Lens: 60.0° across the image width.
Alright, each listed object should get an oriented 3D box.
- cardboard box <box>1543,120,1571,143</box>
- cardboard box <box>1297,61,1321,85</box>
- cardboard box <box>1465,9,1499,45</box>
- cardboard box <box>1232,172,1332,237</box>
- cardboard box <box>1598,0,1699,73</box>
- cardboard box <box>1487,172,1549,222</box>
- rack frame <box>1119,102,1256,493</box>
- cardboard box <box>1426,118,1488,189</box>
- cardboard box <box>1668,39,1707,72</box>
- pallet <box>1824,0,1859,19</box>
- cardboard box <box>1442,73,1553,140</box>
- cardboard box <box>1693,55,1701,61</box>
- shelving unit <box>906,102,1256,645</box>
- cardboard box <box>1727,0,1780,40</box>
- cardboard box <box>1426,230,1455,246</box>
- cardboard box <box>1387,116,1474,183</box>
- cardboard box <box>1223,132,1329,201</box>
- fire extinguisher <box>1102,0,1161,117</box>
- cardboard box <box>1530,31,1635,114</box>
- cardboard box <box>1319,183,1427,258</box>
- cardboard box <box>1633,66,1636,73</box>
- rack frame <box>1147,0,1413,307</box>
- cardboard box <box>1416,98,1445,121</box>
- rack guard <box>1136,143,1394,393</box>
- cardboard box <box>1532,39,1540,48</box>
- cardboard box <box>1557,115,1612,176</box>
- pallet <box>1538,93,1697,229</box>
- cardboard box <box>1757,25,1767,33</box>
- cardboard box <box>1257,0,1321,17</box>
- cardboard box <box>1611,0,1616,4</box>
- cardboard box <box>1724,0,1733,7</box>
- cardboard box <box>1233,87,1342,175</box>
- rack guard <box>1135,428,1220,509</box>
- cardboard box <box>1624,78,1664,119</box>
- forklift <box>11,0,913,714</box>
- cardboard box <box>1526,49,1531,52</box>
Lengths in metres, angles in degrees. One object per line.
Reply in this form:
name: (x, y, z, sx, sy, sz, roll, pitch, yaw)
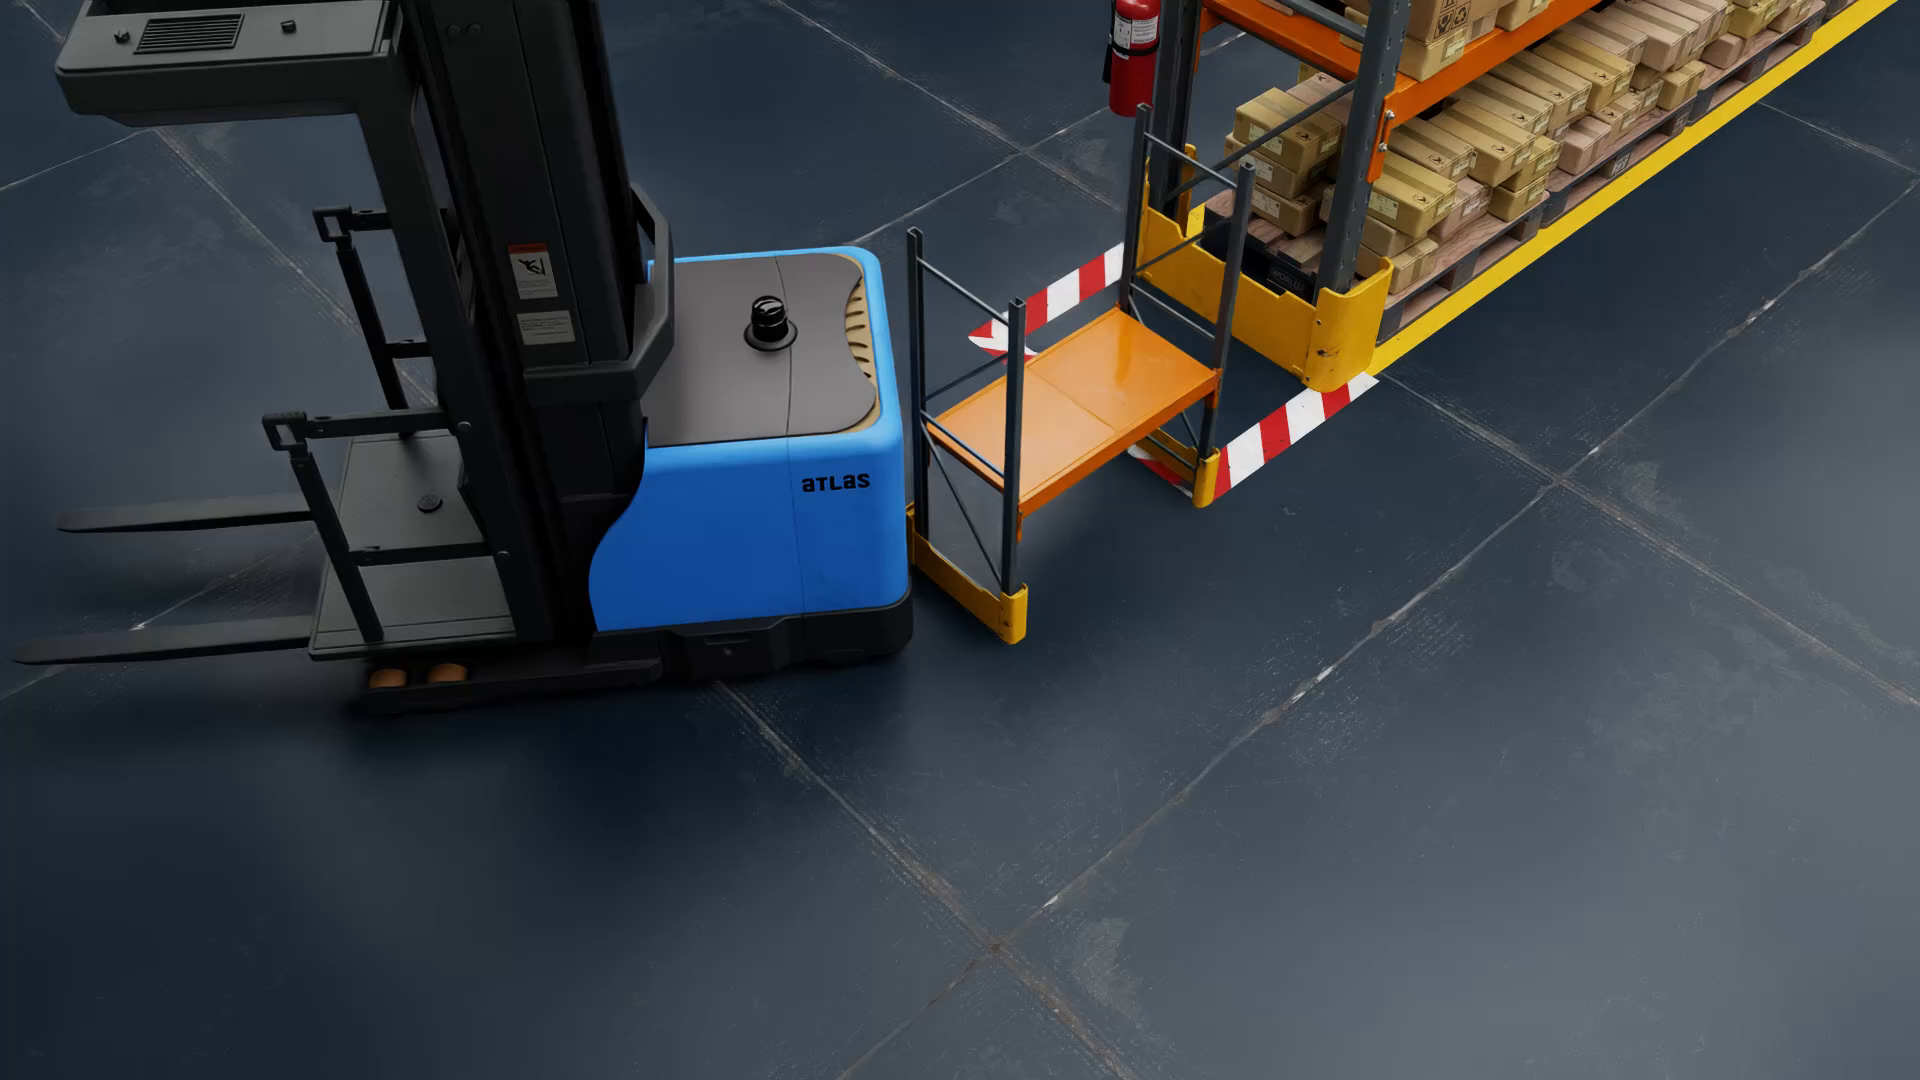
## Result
cardboard box: (2.484, -1.884, 7.399, 0.380, 0.149, 0.250, 36, 57, 29)
cardboard box: (1.718, -2.030, 7.331, 0.250, 0.149, 0.380, -35, 56, -28)
cardboard box: (1.787, -2.008, 6.233, 0.250, 0.149, 0.380, -32, 55, -26)
cardboard box: (1.415, -1.512, 7.259, 0.250, 0.149, 0.380, -33, 55, -27)
cardboard box: (3.122, -2.316, 7.595, 0.250, 0.149, 0.380, -36, 57, -28)
cardboard box: (2.350, -1.591, 7.331, 0.250, 0.149, 0.380, -33, 55, -27)
rack frame: (0.768, -0.812, 5.979, 0.032, 1.500, 0.500, -34, 56, -27)
cardboard box: (2.089, -1.633, 7.167, 0.250, 0.149, 0.380, -33, 55, -27)
cardboard box: (3.301, -2.399, 7.874, 0.250, 0.149, 0.380, -32, 55, -26)
pallet: (4.701, -3.381, 9.226, 1.213, 0.211, 1.003, -34, 56, -27)
cardboard box: (2.306, -1.839, 7.155, 0.380, 0.149, 0.250, 36, 57, 29)
cardboard box: (3.388, -2.424, 8.100, 0.250, 0.149, 0.380, -35, 56, -28)
shelving unit: (0.384, -0.557, 5.743, 1.083, 1.500, 0.587, -34, 56, -27)
cardboard box: (3.728, -2.606, 8.065, 0.250, 0.149, 0.380, -36, 57, -28)
cardboard box: (1.908, -1.398, 7.153, 0.250, 0.149, 0.380, -34, 56, -27)
cardboard box: (1.906, -1.617, 6.950, 0.250, 0.149, 0.380, -33, 55, -27)
cardboard box: (1.365, -1.656, 7.188, 0.250, 0.149, 0.380, -35, 56, -28)
fire extinguisher: (0.669, -1.937, 6.302, 0.183, 0.674, 0.296, -34, 56, -27)
cardboard box: (2.743, -2.076, 7.374, 0.250, 0.149, 0.380, -33, 55, -27)
cardboard box: (1.727, -1.359, 6.915, 0.250, 0.149, 0.380, -32, 55, -26)
cardboard box: (2.863, -2.168, 7.661, 0.250, 0.149, 0.380, -31, 55, -26)
rack frame: (1.166, -1.963, 6.020, 0.127, 3.000, 1.000, -34, 56, -27)
cardboard box: (2.016, -1.991, 7.497, 0.250, 0.149, 0.380, -34, 56, -28)
rack guard: (1.223, -1.153, 6.974, 0.348, 0.500, 1.175, -34, 56, -27)
cardboard box: (2.709, -2.553, 8.016, 0.250, 0.149, 0.380, -34, 56, -27)
cardboard box: (2.717, -1.845, 7.565, 0.380, 0.149, 0.250, 36, 57, 29)
pallet: (2.750, -2.038, 7.986, 1.213, 0.211, 1.003, -34, 56, -27)
cardboard box: (3.816, -2.654, 8.312, 0.250, 0.149, 0.380, -32, 55, -26)
cardboard box: (1.217, -2.193, 6.403, 0.250, 0.149, 0.380, -34, 56, -27)
cardboard box: (3.158, -2.766, 8.213, 0.380, 0.149, 0.250, 36, 57, 29)
cardboard box: (3.451, -2.640, 7.894, 0.250, 0.149, 0.380, -32, 55, -26)
cardboard box: (1.387, -1.740, 7.064, 0.250, 0.149, 0.380, -33, 55, -27)
rack guard: (0.753, -0.379, 6.429, 0.087, 0.250, 0.587, -34, 56, -27)
cardboard box: (3.061, -2.133, 7.831, 0.250, 0.149, 0.380, -33, 55, -27)
forklift: (-1.718, -0.812, 5.005, 3.031, 2.935, 1.130, -5, 47, -5)
cardboard box: (2.565, -2.276, 7.963, 0.250, 0.149, 0.380, -32, 55, -26)
